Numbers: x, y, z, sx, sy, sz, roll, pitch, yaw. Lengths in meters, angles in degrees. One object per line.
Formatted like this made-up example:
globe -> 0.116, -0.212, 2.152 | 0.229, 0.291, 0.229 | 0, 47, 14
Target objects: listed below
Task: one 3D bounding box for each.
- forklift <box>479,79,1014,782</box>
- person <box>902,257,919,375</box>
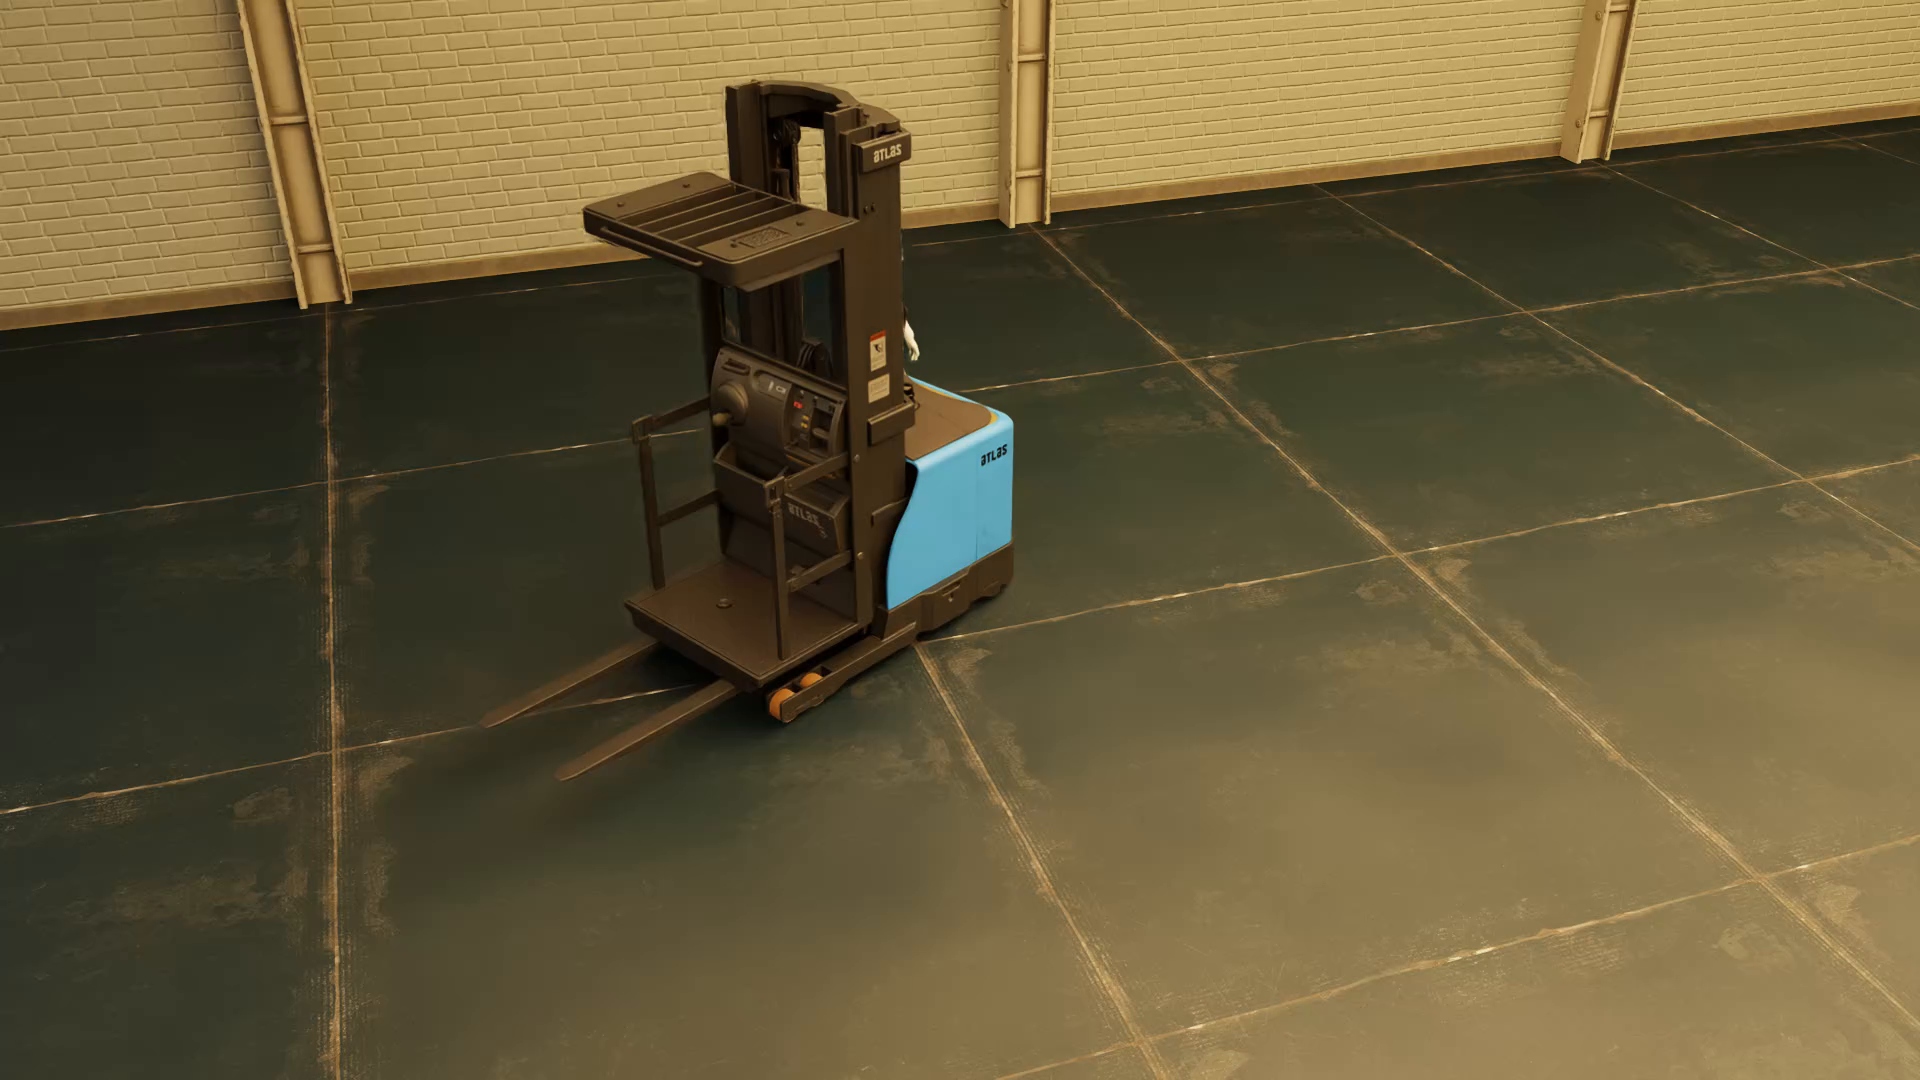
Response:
forklift -> -1.060, -0.635, 8.191 | 1.130, 2.935, 3.031 | 25, 38, 36
person -> -0.492, -1.112, 10.318 | 0.376, 1.642, 0.713 | 13, 32, 21
